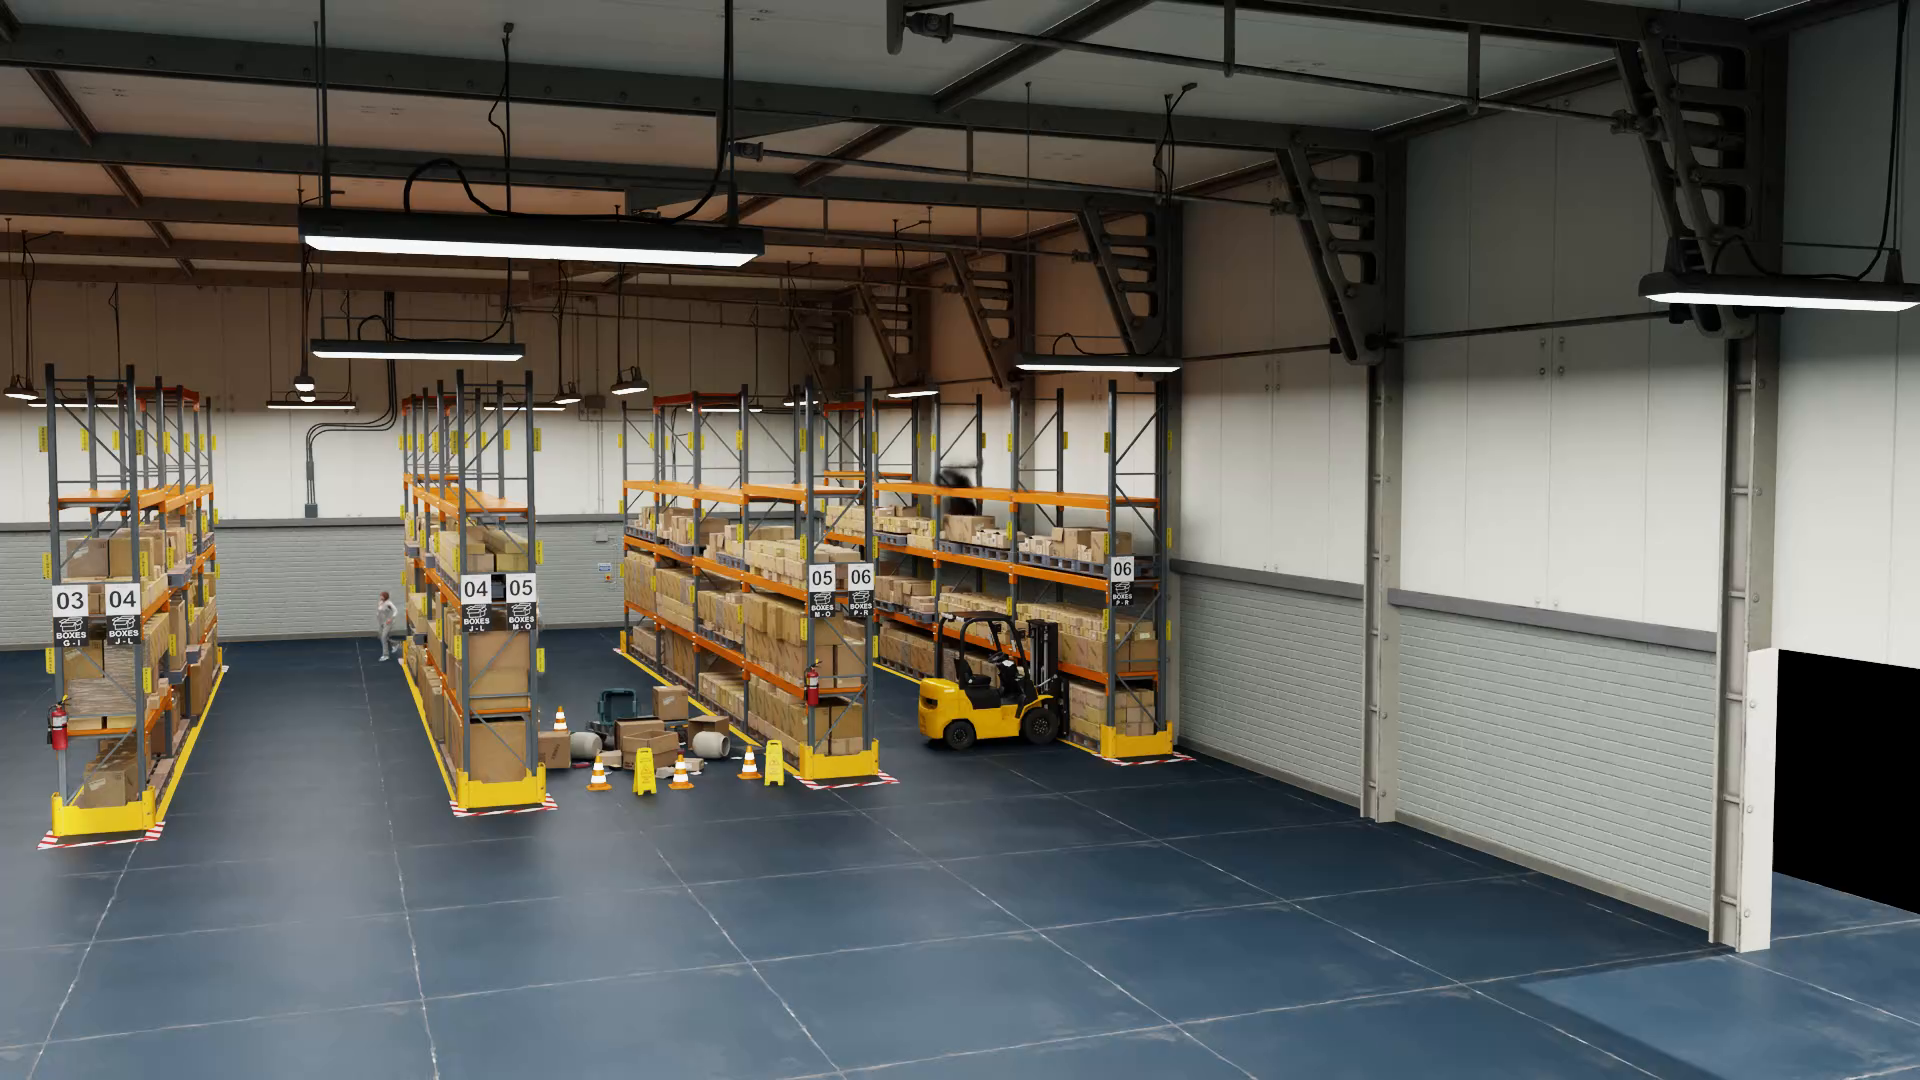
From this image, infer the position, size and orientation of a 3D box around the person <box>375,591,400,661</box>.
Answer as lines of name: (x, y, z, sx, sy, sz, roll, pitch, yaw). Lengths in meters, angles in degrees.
person: (-13.261, 1.977, 38.541, 0.578, 1.604, 0.704, 2, 4, 33)
